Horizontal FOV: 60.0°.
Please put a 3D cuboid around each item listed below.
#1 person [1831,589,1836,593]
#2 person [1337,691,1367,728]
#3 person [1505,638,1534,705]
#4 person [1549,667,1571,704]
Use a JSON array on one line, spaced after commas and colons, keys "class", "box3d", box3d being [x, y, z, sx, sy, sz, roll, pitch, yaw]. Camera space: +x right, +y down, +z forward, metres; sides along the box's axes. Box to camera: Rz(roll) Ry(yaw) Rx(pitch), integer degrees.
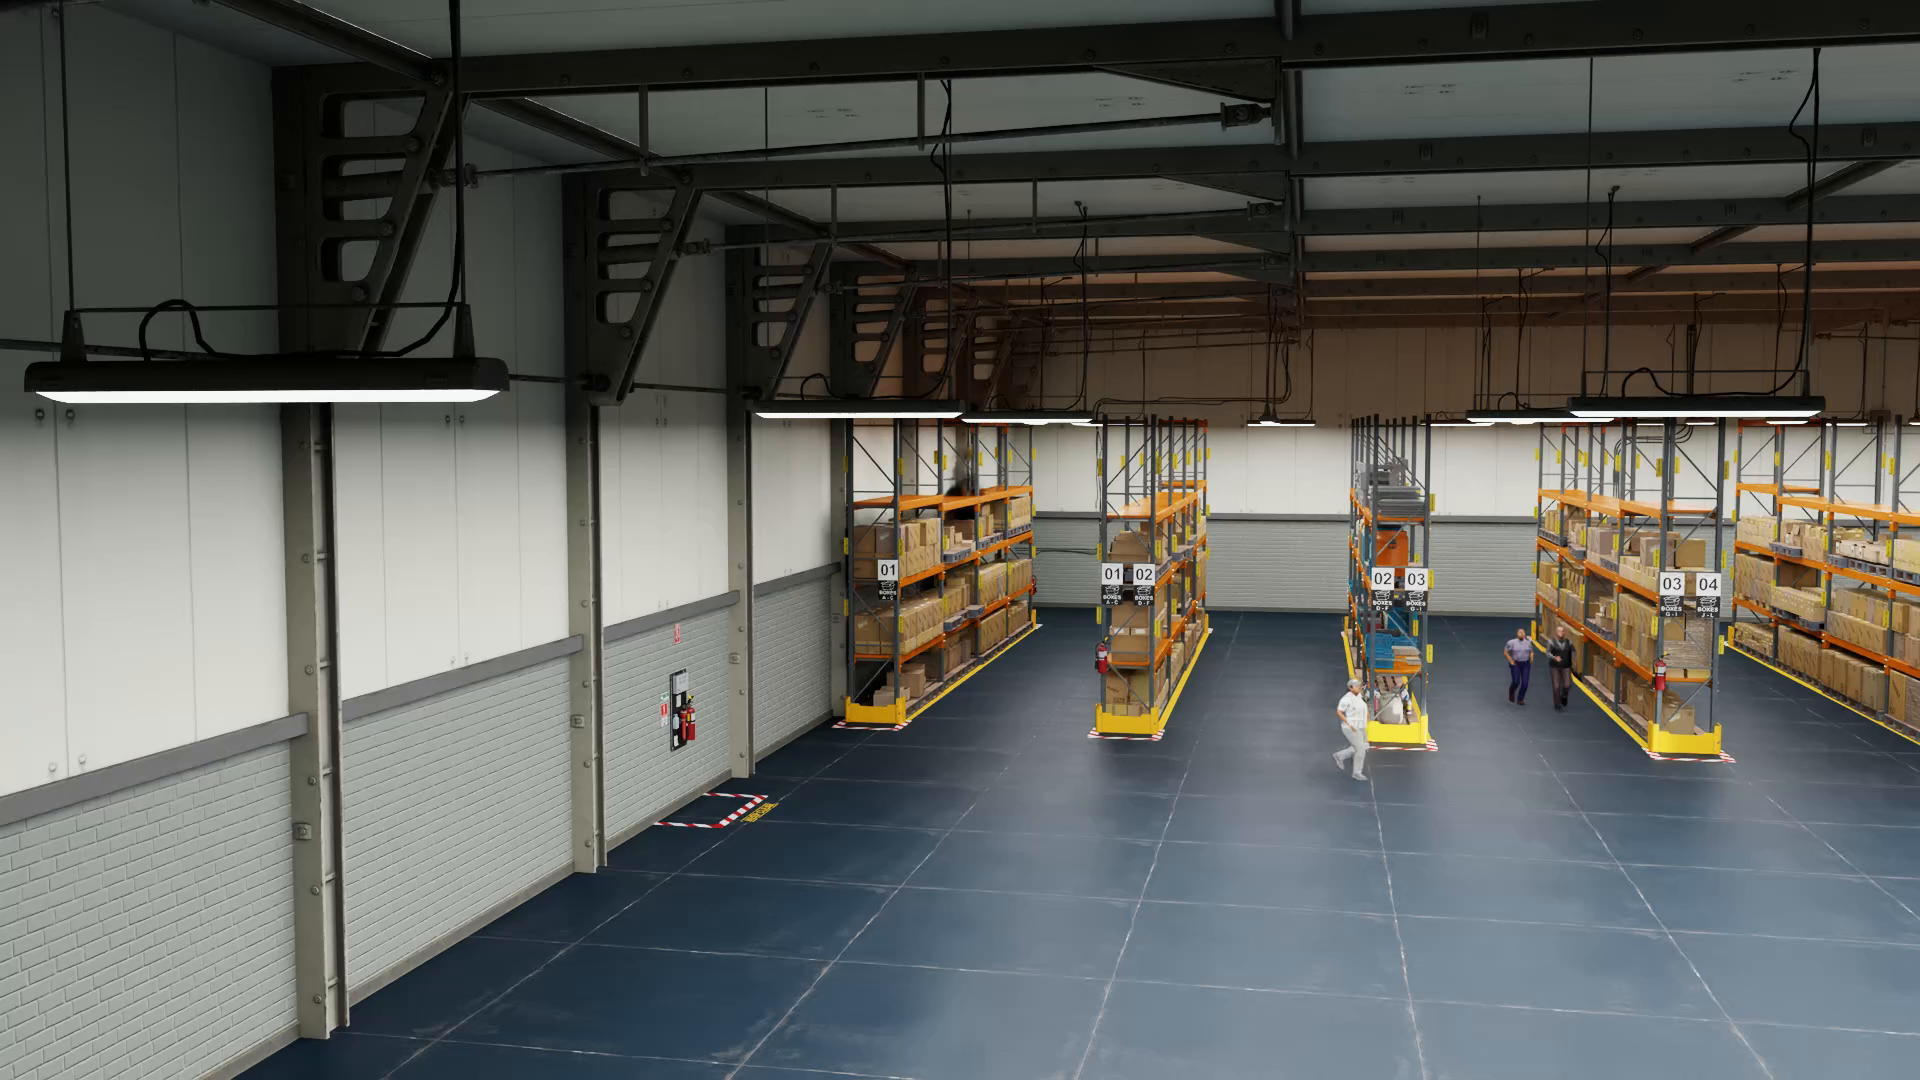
[{"class": "person", "box3d": [22.551, 1.604, 42.837, 0.637, 0.844, 0.608, 0, 4, -2]}, {"class": "person", "box3d": [6.476, 2.768, 27.292, 0.369, 0.563, 0.575, 4, 5, 44]}, {"class": "person", "box3d": [11.620, 2.720, 34.494, 0.576, 1.405, 0.502, 0, 4, 2]}, {"class": "person", "box3d": [12.257, 2.935, 33.958, 0.413, 0.917, 0.546, 1, 4, 11]}]
